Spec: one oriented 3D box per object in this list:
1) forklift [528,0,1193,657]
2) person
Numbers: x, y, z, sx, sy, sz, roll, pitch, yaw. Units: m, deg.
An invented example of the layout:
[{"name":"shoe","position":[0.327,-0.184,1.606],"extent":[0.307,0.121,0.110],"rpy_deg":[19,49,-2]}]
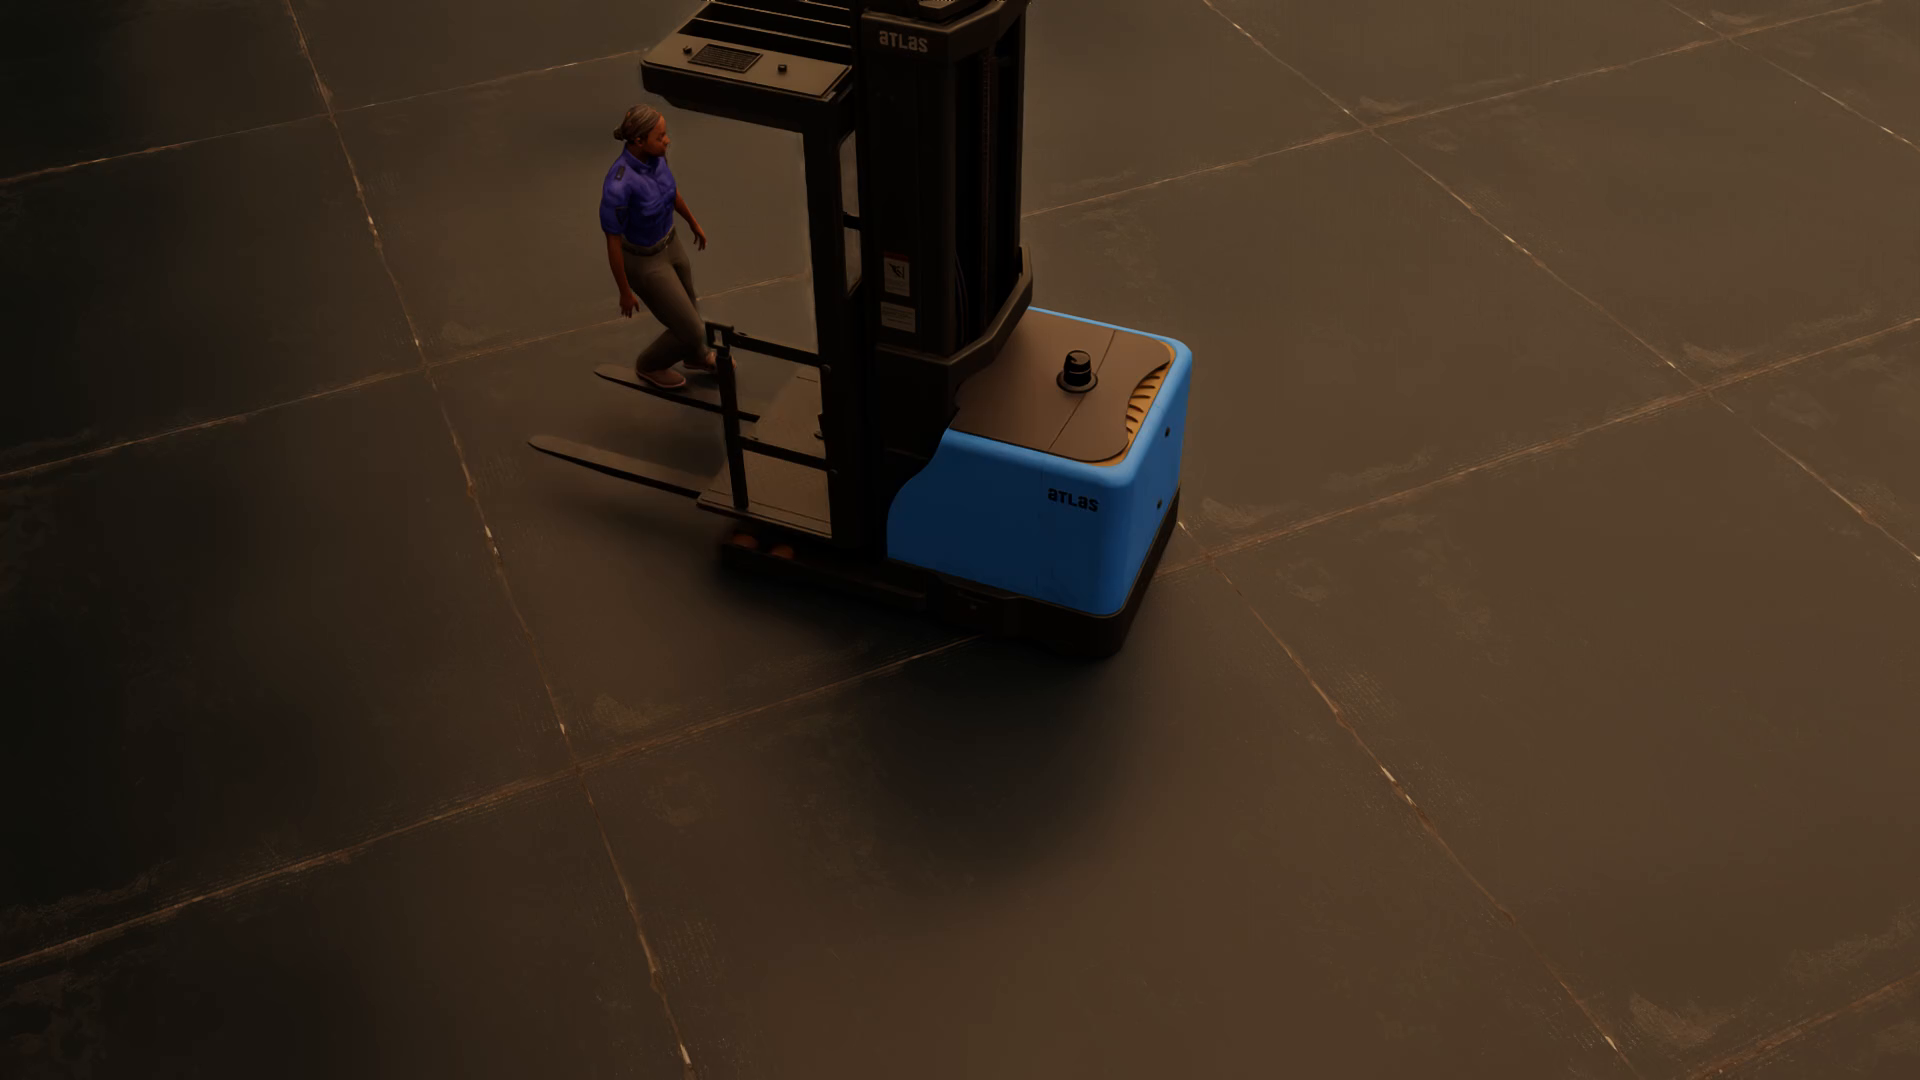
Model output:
[{"name":"forklift","position":[-0.552,-1.207,6.973],"extent":[3.031,2.935,1.130],"rpy_deg":[15,45,16]},{"name":"person","position":[-1.397,-1.343,8.009],"extent":[0.458,1.647,0.670],"rpy_deg":[13,44,13]}]
